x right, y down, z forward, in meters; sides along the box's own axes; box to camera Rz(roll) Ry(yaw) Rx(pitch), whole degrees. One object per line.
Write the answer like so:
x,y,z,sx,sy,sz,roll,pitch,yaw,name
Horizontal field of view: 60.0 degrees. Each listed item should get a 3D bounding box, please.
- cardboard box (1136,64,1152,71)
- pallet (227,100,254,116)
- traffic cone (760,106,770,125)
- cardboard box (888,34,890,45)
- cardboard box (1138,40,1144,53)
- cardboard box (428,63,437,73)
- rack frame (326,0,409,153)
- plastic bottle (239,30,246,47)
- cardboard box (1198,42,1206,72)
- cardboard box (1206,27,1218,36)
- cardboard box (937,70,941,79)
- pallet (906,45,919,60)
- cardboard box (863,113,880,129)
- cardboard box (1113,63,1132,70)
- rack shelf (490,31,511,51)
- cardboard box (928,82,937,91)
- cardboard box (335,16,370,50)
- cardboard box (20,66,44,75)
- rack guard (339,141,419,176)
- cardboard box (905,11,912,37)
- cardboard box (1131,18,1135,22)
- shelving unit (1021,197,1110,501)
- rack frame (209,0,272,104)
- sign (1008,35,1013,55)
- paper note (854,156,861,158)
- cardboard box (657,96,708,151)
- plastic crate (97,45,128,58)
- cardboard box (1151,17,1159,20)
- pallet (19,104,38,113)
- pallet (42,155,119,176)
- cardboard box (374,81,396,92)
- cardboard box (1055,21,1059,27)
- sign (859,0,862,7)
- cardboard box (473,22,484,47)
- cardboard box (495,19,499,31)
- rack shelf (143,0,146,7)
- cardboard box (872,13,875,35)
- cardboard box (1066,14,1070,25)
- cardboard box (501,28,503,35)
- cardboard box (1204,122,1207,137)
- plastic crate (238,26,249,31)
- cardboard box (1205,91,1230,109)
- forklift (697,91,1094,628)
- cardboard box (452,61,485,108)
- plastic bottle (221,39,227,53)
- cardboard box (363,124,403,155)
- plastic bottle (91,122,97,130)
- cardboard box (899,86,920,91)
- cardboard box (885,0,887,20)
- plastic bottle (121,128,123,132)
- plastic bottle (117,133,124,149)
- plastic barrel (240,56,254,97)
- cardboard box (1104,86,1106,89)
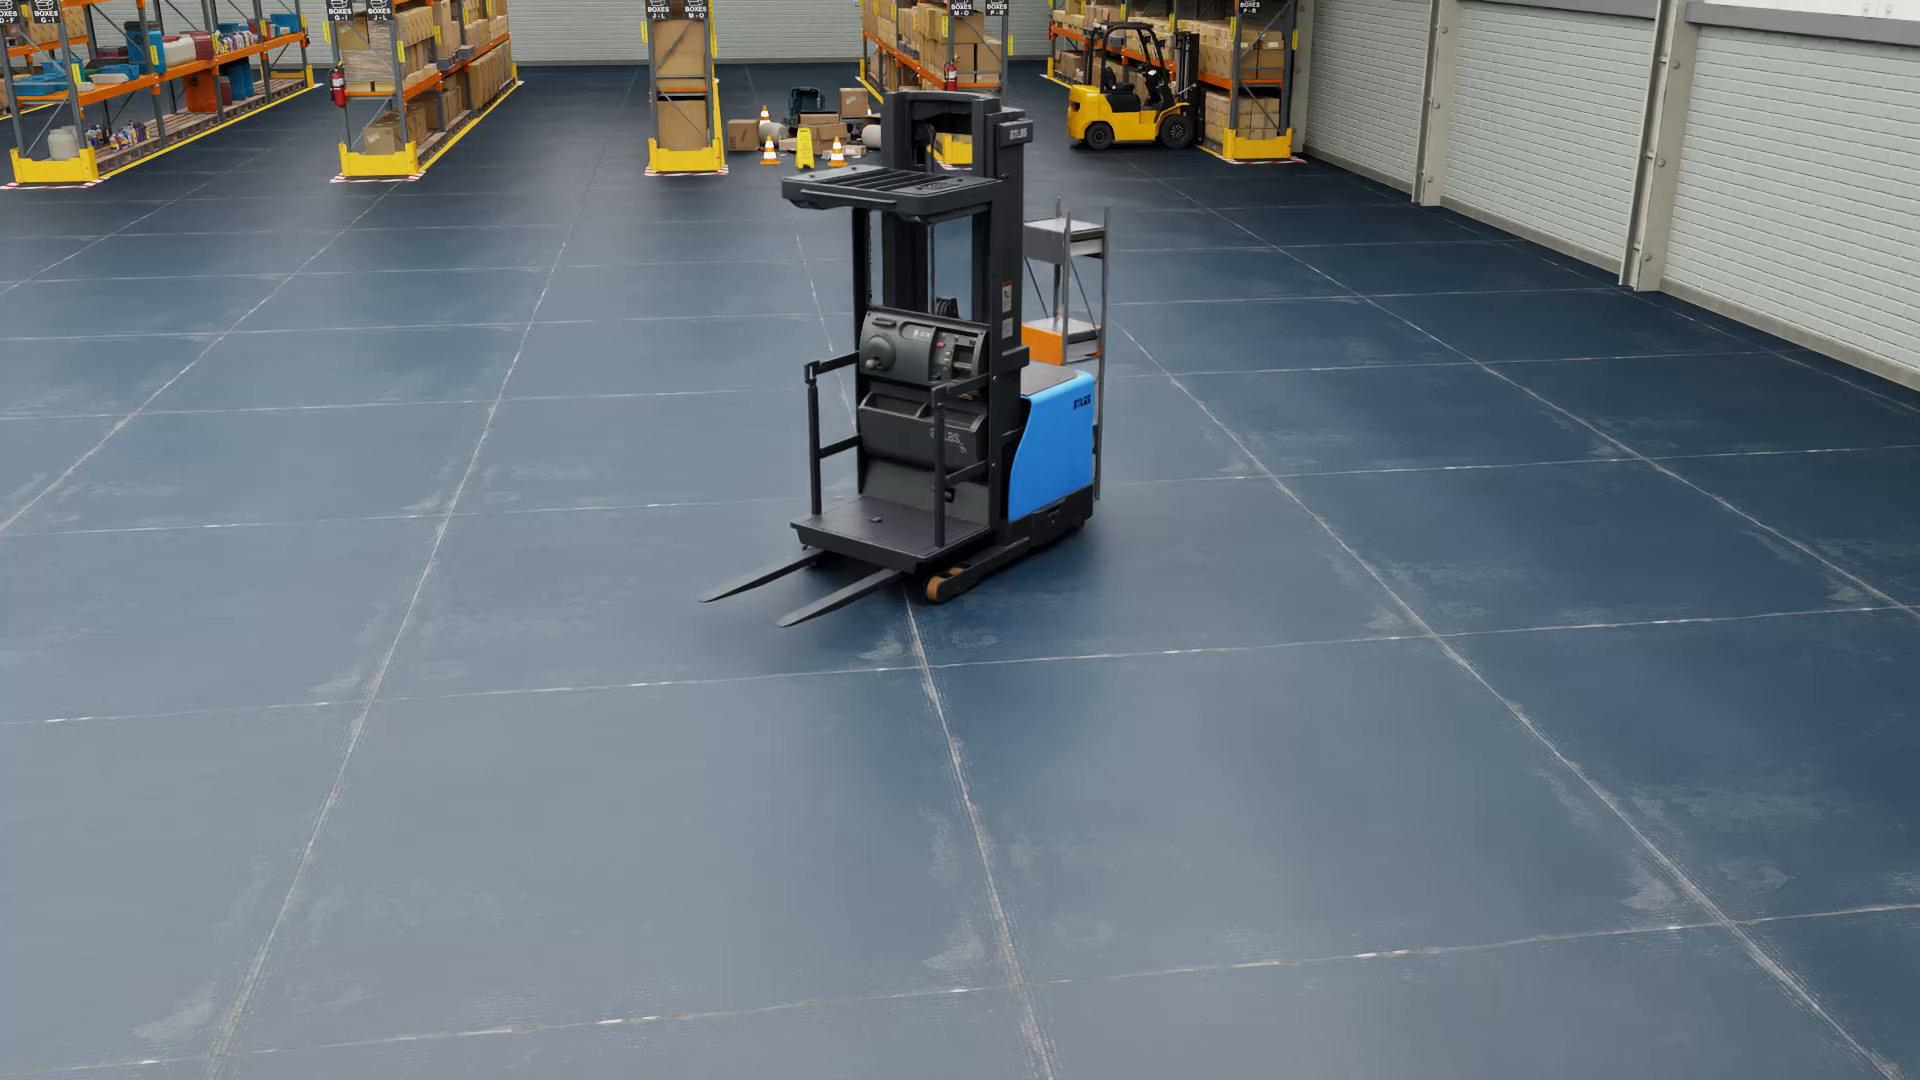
4.166,-10.621,37.410,0.380,0.149,0.250,-3,21,-7,cardboard box
-15.887,-9.304,35.825,1.003,0.211,1.213,-3,21,-8,pallet
-3.858,-8.350,32.912,0.336,0.463,0.334,-3,21,-8,traffic cone
-1.327,-11.111,36.891,0.500,0.250,0.500,-3,21,-8,cardboard box
4.031,-10.331,34.803,0.500,0.250,0.500,-4,21,-10,cardboard box
-9.760,-8.606,30.329,0.380,0.149,0.250,-3,21,-8,cardboard box
-9.505,-7.398,26.737,1.000,3.000,0.127,-3,21,-8,rack frame
-15.653,-10.914,36.221,0.144,0.351,0.185,-3,21,-8,plastic bottle
4.659,-8.884,30.574,0.500,0.500,0.500,-3,21,-7,cardboard box
4.670,-9.190,30.039,0.380,0.149,0.250,-3,21,-7,cardboard box
-0.193,-8.158,29.132,0.380,0.149,0.250,-3,21,-7,cardboard box
-0.526,-9.894,33.695,1.003,0.211,1.213,-3,21,-8,pallet
-1.467,-7.673,31.043,0.500,0.500,0.500,12,24,29,cardboard box
3.680,-10.687,37.588,0.380,0.149,0.250,-2,21,-6,cardboard box
-11.523,-11.908,39.841,1.077,0.370,4.000,-3,21,-8,rack shelf
-0.381,-8.311,30.513,0.380,0.149,0.250,-2,21,-5,cardboard box
-9.829,-8.231,26.969,0.500,0.500,0.500,-3,21,-8,cardboard box
-21.314,-10.741,38.627,0.797,0.503,0.637,-3,21,-8,cardboard box
-9.516,-6.253,27.244,1.175,0.500,0.348,-3,21,-8,rack guard
-0.850,-10.520,33.926,0.500,0.500,0.500,-3,21,-7,cardboard box
3.854,-11.052,35.451,0.380,0.149,0.250,-2,21,-7,cardboard box
0.699,-1.302,11.698,0.431,2.100,0.503,-16,26,-37,shelving unit
-16.136,-11.303,37.192,1.000,3.000,0.127,-3,21,-8,rack frame
0.839,-8.331,27.997,0.100,0.325,0.005,-3,21,-8,sign
-1.804,-6.734,29.202,0.148,0.019,0.142,-11,23,-26,paper note
-4.745,-7.046,28.231,0.875,0.875,0.875,-3,21,-7,cardboard box
-15.355,-8.715,30.172,0.402,0.464,0.583,-3,21,-8,plastic crate
4.307,-11.168,35.759,0.380,0.149,0.250,-2,21,-6,cardboard box
-20.883,-9.468,36.265,1.003,0.211,1.213,-3,21,-8,pallet
-14.575,-6.147,27.374,1.003,0.211,1.213,-3,21,-8,pallet
-9.310,-7.391,27.077,0.380,0.149,0.250,-3,21,-8,cardboard box
2.682,-13.444,43.283,0.380,0.149,0.250,-3,21,-8,cardboard box
-2.555,-13.854,42.672,0.100,0.325,0.005,-3,21,-8,sign
-10.750,-11.099,36.503,0.500,0.500,0.500,-3,21,-8,cardboard box
-11.190,-12.149,39.247,0.500,0.250,0.500,-2,21,-6,cardboard box
-15.271,-10.294,31.231,1.077,0.370,4.000,-3,21,-8,rack shelf
-1.828,-12.425,40.053,0.500,0.500,0.500,-3,21,-9,cardboard box
2.949,-13.062,41.690,0.500,0.250,0.500,-3,21,-9,cardboard box
-11.247,-12.270,40.140,0.380,0.149,0.250,-3,21,-8,cardboard box
4.707,-7.551,30.476,0.500,0.250,0.500,-3,21,-7,cardboard box
-16.770,-11.976,39.147,0.416,0.233,0.300,-3,21,-8,plastic crate
4.676,-8.021,30.305,0.500,0.250,0.500,-3,21,-7,cardboard box
-0.362,-1.175,10.173,1.130,2.935,3.031,14,25,34,forklift
-10.737,-9.609,35.093,1.225,0.875,0.875,-4,21,-10,cardboard box
-15.376,-10.318,34.722,0.061,0.283,0.133,-3,21,-8,plastic bottle
-9.578,-6.641,27.682,0.500,0.500,0.500,1,20,2,cardboard box
-15.277,-7.198,29.358,0.144,0.351,0.185,-2,21,-6,plastic bottle
-0.780,-9.437,35.352,0.950,0.372,0.625,-4,21,-11,cardboard box
-1.398,-11.874,37.148,0.500,0.500,0.500,-3,21,-9,cardboard box
-14.628,-7.066,29.101,0.061,0.283,0.133,-3,21,-8,plastic bottle
-14.408,-6.838,28.509,0.097,0.271,0.097,0,20,0,plastic bottle
-16.074,-10.327,36.979,0.600,0.901,0.708,-3,21,-8,plastic barrel
3.553,-10.614,38.321,0.500,0.500,0.500,-4,21,-10,cardboard box
